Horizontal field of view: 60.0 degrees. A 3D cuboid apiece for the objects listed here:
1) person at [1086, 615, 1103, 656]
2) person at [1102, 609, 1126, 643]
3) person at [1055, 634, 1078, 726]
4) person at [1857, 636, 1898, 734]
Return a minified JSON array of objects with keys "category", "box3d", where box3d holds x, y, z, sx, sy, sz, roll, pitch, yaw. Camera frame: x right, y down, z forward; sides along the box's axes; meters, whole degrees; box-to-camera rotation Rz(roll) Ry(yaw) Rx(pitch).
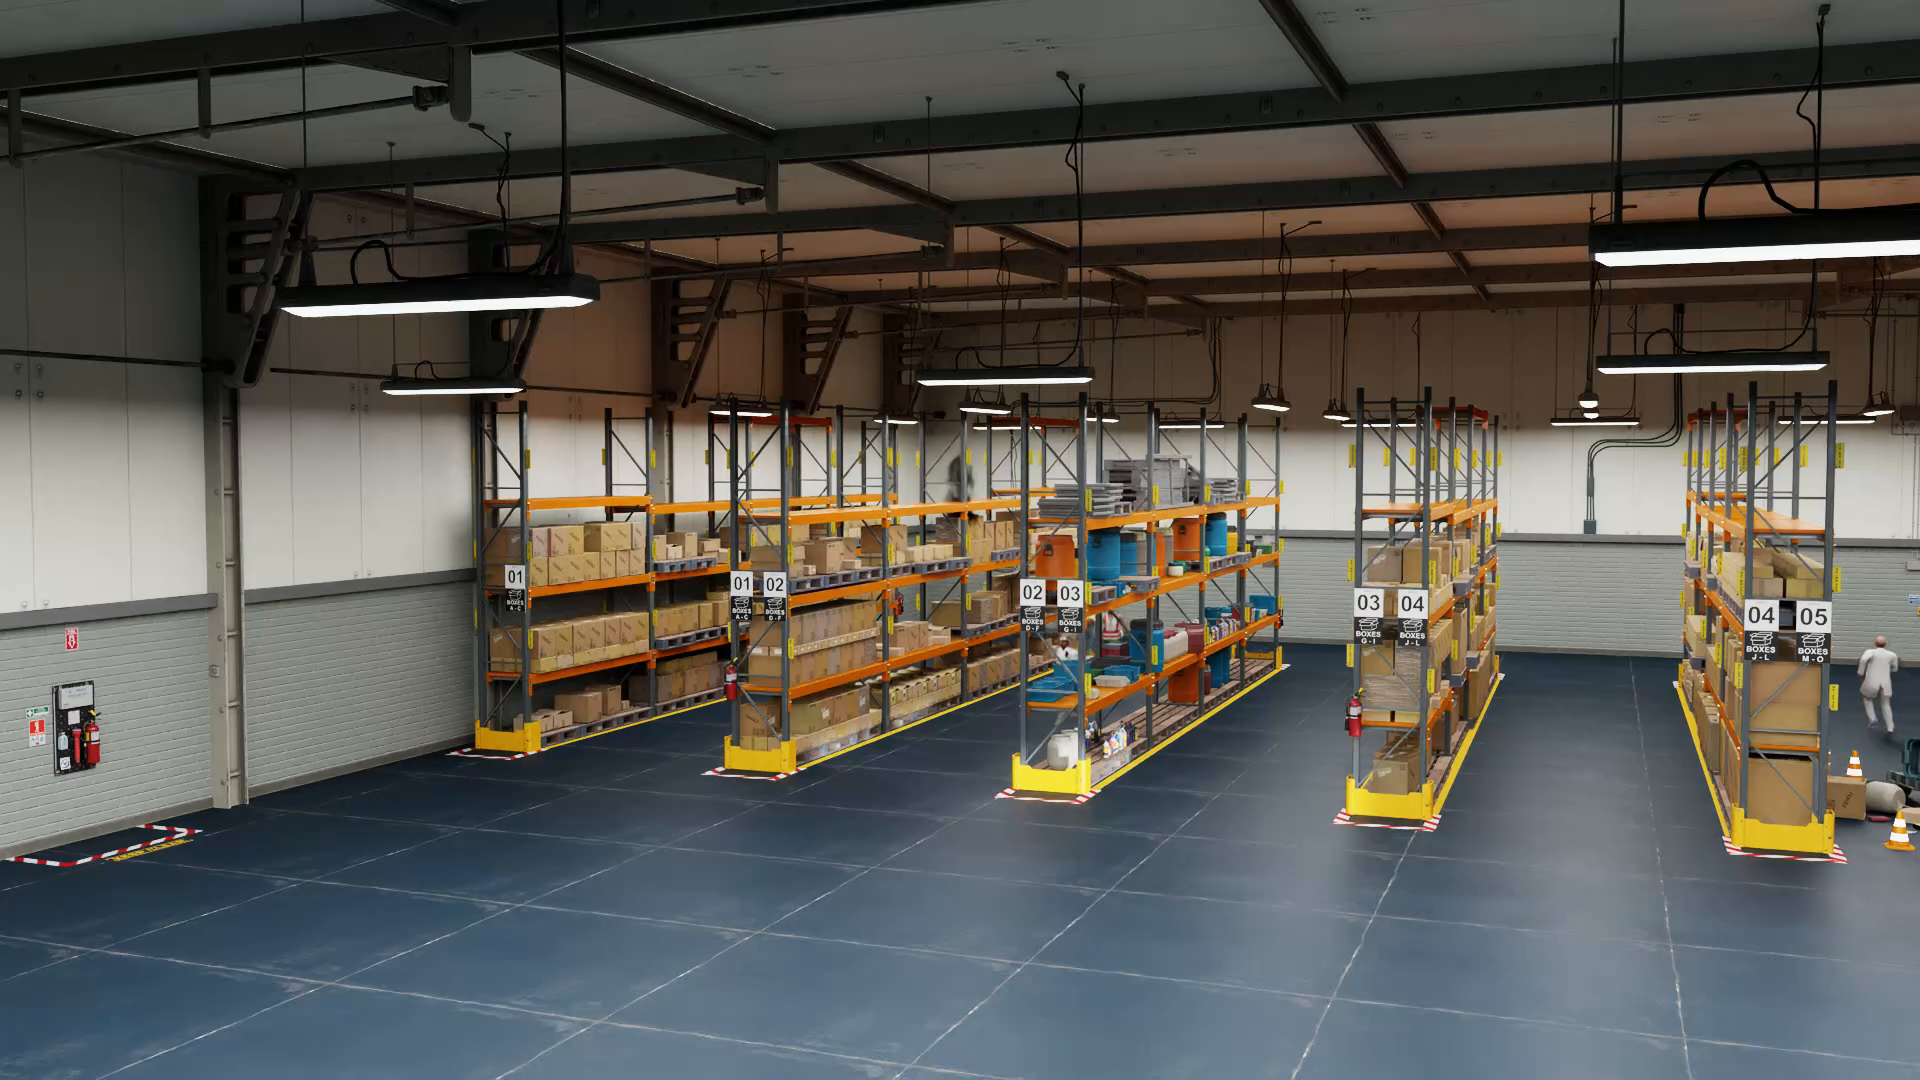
[{"category":"person","box3d":[3.442,2.081,42.359,0.538,1.727,0.725,2,4,39]},{"category":"person","box3d":[3.391,2.276,37.487,0.640,1.839,0.782,1,3,11]},{"category":"person","box3d":[2.032,2.621,31.550,0.568,1.705,0.843,2,3,28]},{"category":"person","box3d":[16.660,2.645,30.203,0.724,1.794,0.953,1,3,15]}]
